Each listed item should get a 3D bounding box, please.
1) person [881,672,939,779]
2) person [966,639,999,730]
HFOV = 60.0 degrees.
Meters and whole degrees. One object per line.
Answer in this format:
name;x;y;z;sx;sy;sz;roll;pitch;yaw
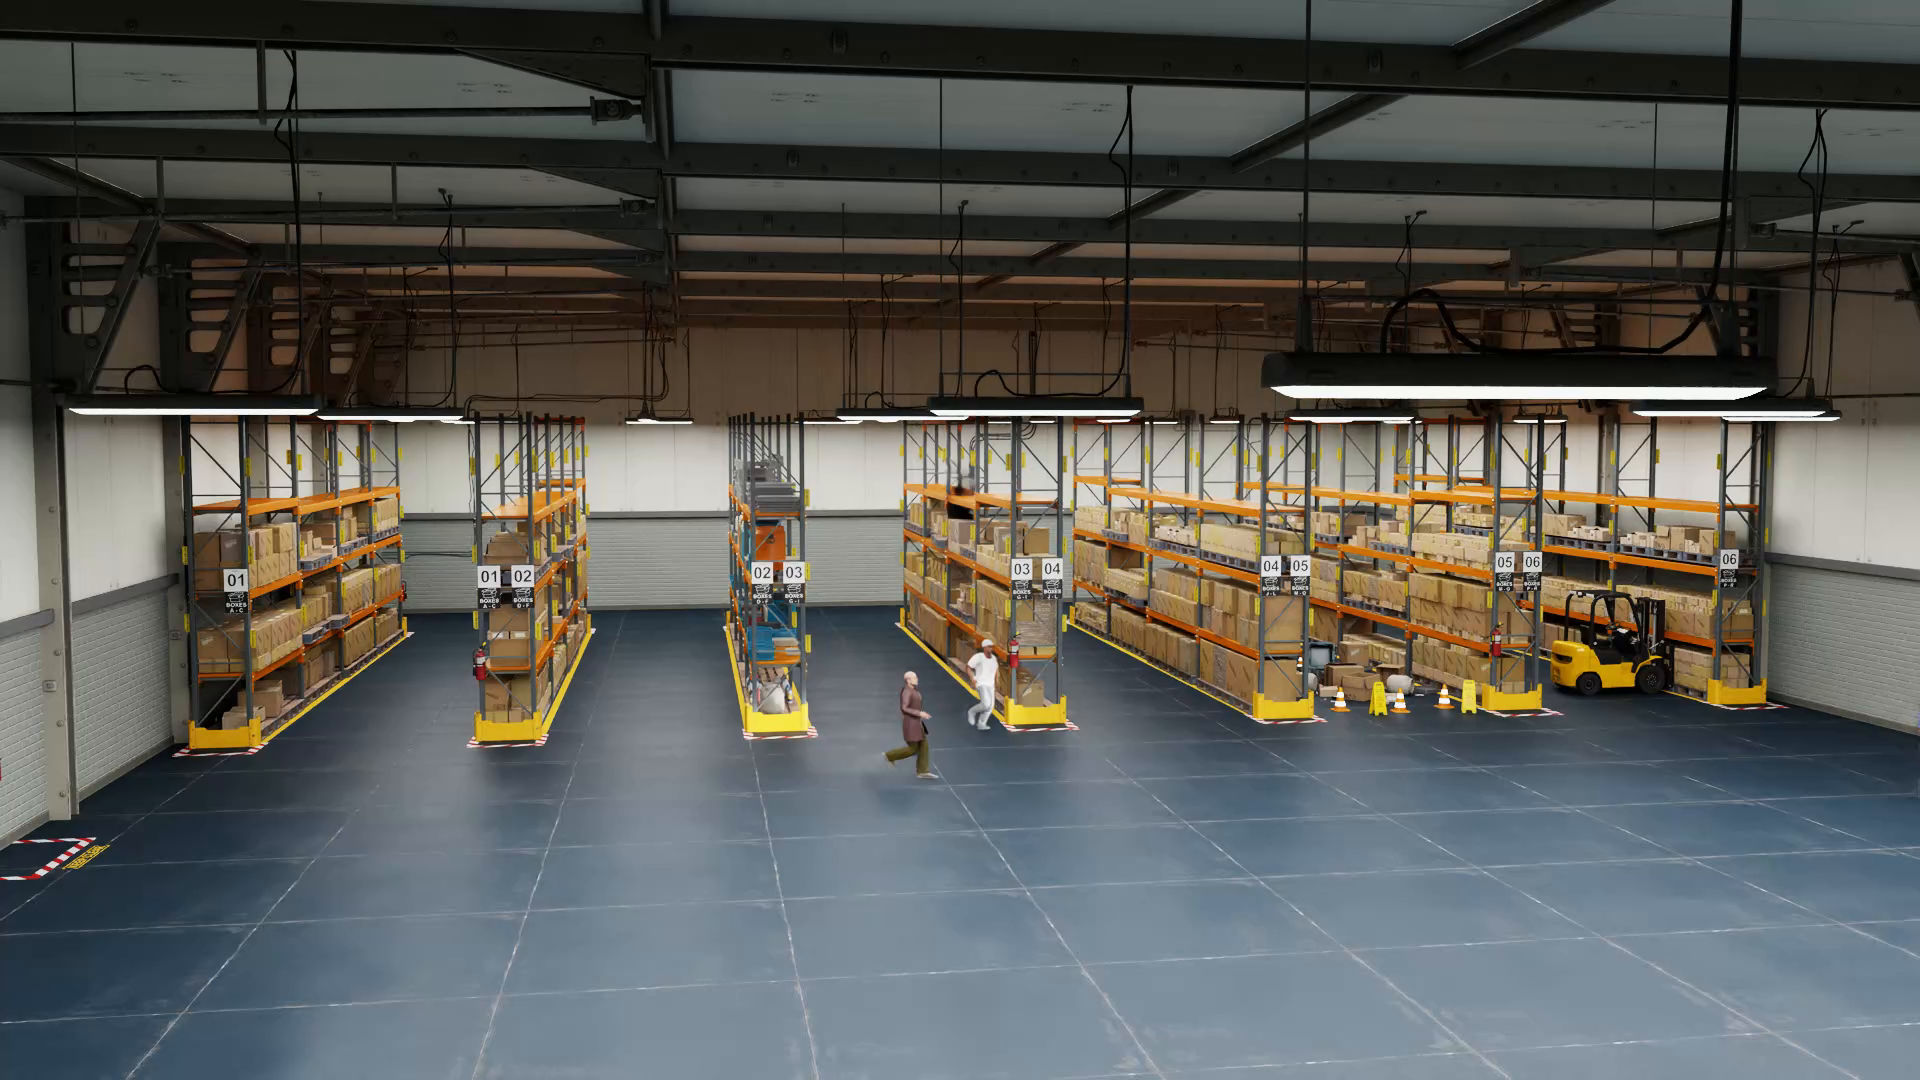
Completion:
person;-0.803;3.009;26.979;0.945;1.762;0.690;1;4;10
person;0.453;2.733;31.486;0.734;1.725;0.554;-3;5;-42
